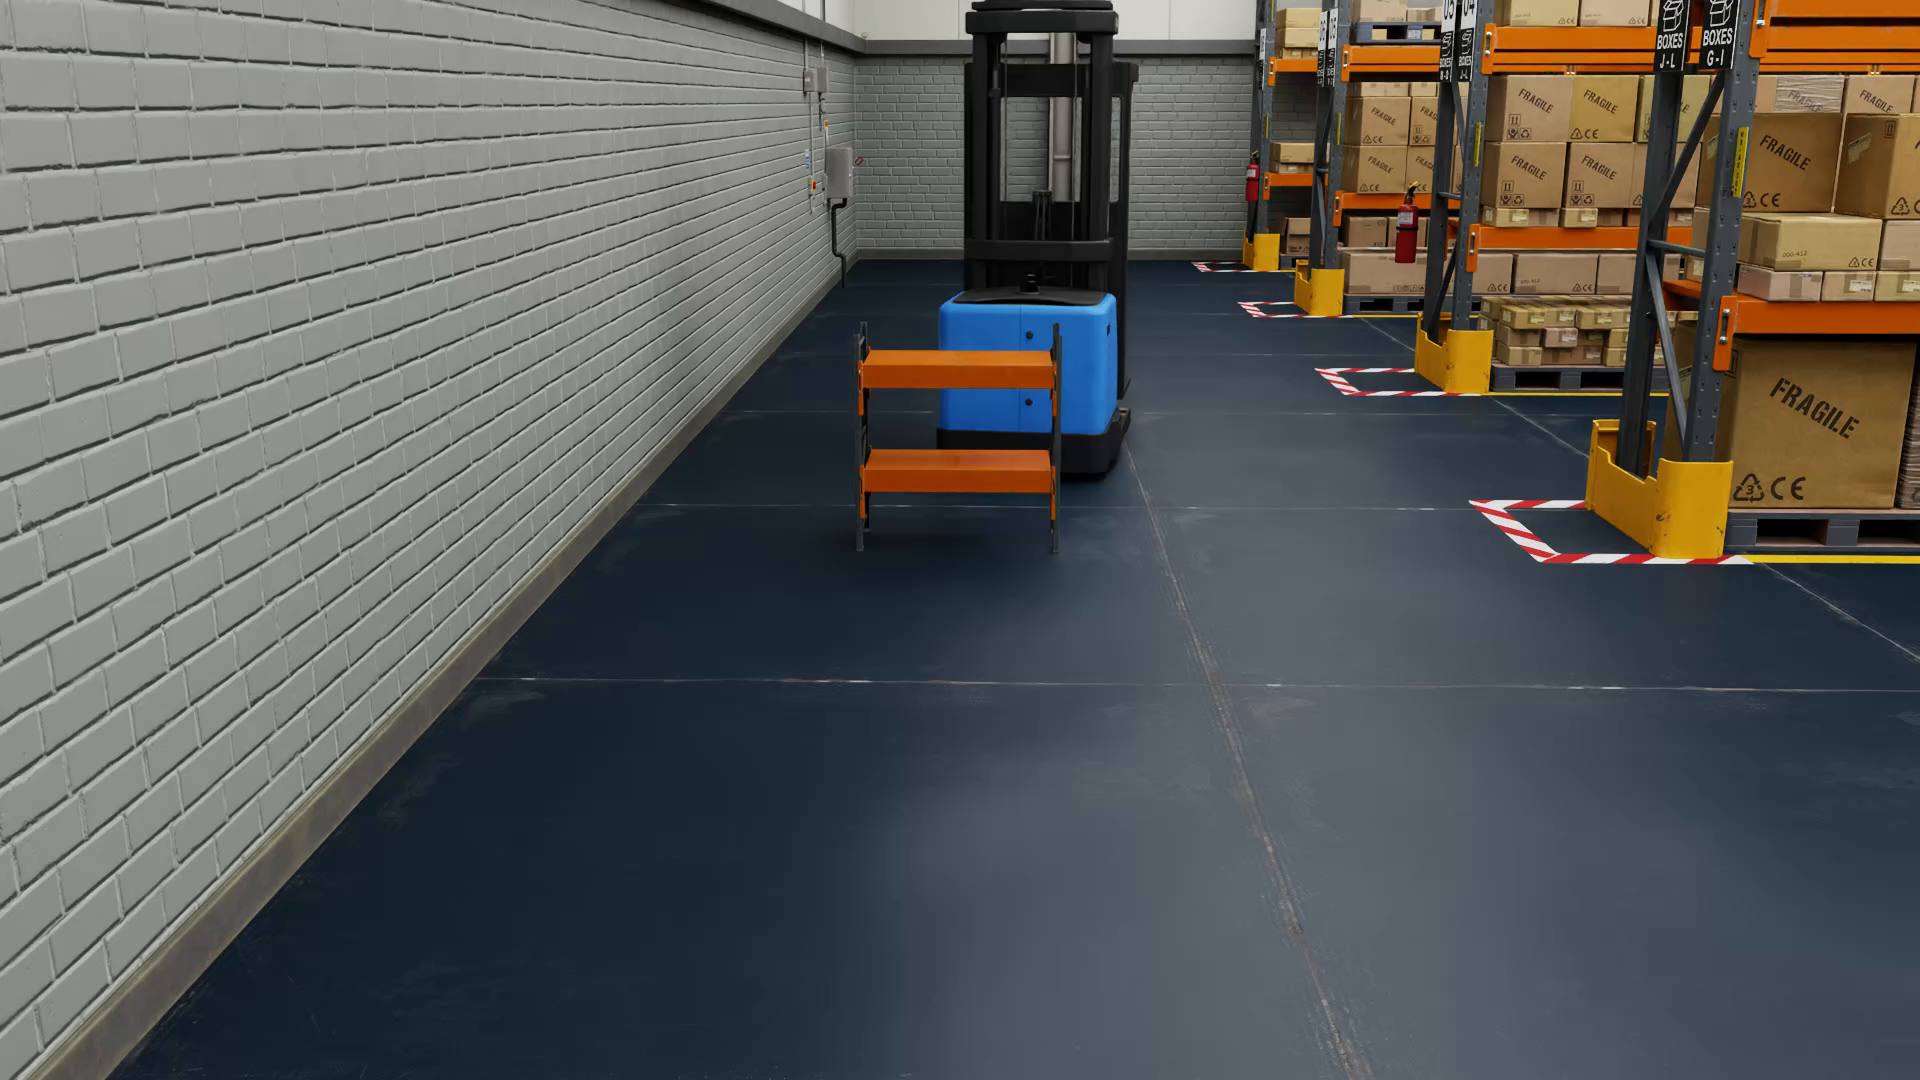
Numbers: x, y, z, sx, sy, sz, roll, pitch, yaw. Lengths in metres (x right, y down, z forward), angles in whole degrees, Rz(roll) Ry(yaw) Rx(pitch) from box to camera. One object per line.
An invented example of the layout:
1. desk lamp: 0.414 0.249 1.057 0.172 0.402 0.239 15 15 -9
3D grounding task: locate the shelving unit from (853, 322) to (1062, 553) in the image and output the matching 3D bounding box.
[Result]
1. shelving unit: -0.007 -0.544 8.697 1.048 1.125 0.538 0 15 1

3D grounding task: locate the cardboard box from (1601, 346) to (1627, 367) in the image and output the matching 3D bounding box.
1. cardboard box: 5.278 -1.496 13.394 0.250 0.149 0.380 1 15 2

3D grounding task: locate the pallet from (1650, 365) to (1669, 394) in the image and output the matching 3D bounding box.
1. pallet: 6.101 -1.394 13.712 1.213 0.211 1.003 0 15 1

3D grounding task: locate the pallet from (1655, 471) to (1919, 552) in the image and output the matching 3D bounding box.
1. pallet: 4.571 -0.168 9.065 1.213 0.211 1.003 0 15 1

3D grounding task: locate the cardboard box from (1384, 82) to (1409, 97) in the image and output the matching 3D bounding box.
1. cardboard box: 4.634 -4.818 17.795 0.250 0.149 0.380 1 15 3

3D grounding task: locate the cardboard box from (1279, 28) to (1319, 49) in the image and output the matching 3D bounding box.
1. cardboard box: 4.582 -6.744 22.353 0.500 0.250 0.500 0 15 1

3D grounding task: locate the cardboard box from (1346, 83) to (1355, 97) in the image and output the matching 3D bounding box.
1. cardboard box: 4.387 -4.923 18.194 0.250 0.149 0.380 1 15 2

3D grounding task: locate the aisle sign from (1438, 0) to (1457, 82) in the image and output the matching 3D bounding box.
1. aisle sign: 3.932 -4.100 13.405 0.004 0.787 0.394 0 15 1

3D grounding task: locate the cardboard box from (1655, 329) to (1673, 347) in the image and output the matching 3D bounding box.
1. cardboard box: 5.555 -1.664 13.448 0.250 0.149 0.380 0 15 -1

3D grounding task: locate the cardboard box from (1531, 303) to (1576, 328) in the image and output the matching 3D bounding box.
1. cardboard box: 4.791 -1.817 13.447 0.250 0.149 0.380 1 15 2

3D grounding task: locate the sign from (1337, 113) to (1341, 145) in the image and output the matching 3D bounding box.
1. sign: 4.003 -4.345 17.575 0.005 0.325 0.100 0 15 1

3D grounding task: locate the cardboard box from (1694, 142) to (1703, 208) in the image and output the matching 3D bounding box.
1. cardboard box: 5.974 -2.880 13.097 0.500 0.500 0.500 0 15 0

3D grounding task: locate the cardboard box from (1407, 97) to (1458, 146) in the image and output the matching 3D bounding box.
1. cardboard box: 5.012 -4.484 17.799 0.500 0.500 0.500 0 15 0

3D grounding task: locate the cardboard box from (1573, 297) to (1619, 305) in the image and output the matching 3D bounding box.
1. cardboard box: 5.302 -1.936 13.898 0.250 0.149 0.380 0 15 -1

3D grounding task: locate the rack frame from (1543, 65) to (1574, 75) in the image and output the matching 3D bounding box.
1. rack frame: 8.144 -5.269 22.931 0.127 3.000 1.000 0 15 1

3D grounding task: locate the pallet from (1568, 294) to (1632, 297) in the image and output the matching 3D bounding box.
1. pallet: 7.263 -2.680 18.584 1.213 0.211 1.003 0 15 1

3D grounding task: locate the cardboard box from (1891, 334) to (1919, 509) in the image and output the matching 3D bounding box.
1. cardboard box: 5.321 -0.688 8.910 0.875 0.875 0.875 0 15 1

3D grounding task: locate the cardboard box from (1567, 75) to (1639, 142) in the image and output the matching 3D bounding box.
1. cardboard box: 4.944 -3.370 12.993 0.500 0.500 0.500 1 15 3

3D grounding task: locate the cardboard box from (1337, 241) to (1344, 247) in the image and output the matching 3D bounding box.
1. cardboard box: 5.179 -4.079 23.185 0.250 0.149 0.380 0 15 -1

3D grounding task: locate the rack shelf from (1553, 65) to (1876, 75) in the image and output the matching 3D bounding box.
1. rack shelf: 10.144 -6.359 22.591 4.000 0.370 1.077 0 15 1

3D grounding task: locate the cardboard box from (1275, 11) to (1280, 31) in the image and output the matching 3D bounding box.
1. cardboard box: 4.597 -7.127 22.824 0.500 0.250 0.500 0 15 0

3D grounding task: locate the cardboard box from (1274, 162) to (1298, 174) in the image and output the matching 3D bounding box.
1. cardboard box: 4.467 -5.102 22.789 0.250 0.149 0.380 0 15 1

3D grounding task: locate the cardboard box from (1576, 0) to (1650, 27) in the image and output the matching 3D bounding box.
1. cardboard box: 4.966 -4.071 12.806 0.500 0.250 0.500 1 15 3

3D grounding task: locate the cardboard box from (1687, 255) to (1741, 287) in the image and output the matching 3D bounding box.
1. cardboard box: 4.134 -1.462 8.995 0.250 0.149 0.380 1 15 2

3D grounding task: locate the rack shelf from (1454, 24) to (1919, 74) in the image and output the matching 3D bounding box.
1. rack shelf: 5.997 -3.856 13.105 4.000 0.370 1.077 0 15 1

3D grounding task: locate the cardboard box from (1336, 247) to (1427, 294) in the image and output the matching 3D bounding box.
1. cardboard box: 4.685 -3.015 18.586 0.875 0.438 0.875 0 15 0

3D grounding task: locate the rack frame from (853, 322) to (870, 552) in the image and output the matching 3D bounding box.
1. rack frame: -0.515 -0.547 8.709 0.032 1.125 0.500 0 15 1

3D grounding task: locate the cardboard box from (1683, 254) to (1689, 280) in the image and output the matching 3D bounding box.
1. cardboard box: 8.643 -3.195 18.413 0.875 0.875 0.875 1 15 3

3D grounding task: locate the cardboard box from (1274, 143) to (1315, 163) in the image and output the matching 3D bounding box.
1. cardboard box: 4.593 -5.295 22.740 0.500 0.250 0.500 0 15 2

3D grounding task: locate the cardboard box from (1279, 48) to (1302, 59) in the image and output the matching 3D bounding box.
1. cardboard box: 4.458 -6.563 22.447 0.250 0.149 0.380 1 15 3

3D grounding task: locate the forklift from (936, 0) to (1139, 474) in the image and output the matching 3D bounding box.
1. forklift: 0.609 -2.148 11.238 1.130 2.935 3.031 2 15 9

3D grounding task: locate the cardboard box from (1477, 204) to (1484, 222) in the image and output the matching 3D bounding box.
1. cardboard box: 4.331 -2.715 13.742 0.250 0.149 0.380 0 15 1

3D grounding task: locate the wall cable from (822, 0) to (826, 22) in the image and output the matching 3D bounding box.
1. wall cable: -1.540 -7.815 20.749 0.133 3.039 2.988 0 15 1

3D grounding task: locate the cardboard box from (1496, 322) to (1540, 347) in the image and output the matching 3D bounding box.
1. cardboard box: 4.515 -1.666 13.456 0.250 0.149 0.380 1 15 4

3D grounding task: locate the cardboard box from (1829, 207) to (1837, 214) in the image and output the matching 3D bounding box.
1. cardboard box: 4.768 -1.634 8.866 0.500 0.250 0.500 0 15 0

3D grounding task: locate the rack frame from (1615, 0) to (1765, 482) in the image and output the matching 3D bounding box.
1. rack frame: 3.770 -1.502 8.653 0.127 3.000 1.000 0 15 1

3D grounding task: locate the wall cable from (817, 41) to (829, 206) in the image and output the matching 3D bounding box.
1. wall cable: -1.590 -4.913 19.590 0.122 1.984 0.588 0 15 1

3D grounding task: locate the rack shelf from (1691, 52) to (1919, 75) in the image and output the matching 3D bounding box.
1. rack shelf: 10.021 -5.093 17.793 4.000 0.370 1.077 0 15 1

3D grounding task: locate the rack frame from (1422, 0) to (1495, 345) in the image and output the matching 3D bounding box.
1. rack frame: 3.997 -2.766 13.445 0.127 3.000 1.000 0 15 1

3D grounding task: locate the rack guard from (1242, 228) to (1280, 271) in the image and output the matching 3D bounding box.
1. rack guard: 4.222 -4.086 23.347 0.348 0.500 1.175 0 15 1

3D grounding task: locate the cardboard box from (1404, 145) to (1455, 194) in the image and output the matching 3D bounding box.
1. cardboard box: 5.002 -4.005 17.944 0.500 0.500 0.500 0 15 1

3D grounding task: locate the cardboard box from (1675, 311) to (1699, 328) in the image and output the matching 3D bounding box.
1. cardboard box: 5.829 -1.785 13.324 0.250 0.149 0.380 1 15 2

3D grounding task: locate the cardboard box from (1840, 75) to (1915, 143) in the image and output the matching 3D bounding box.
1. cardboard box: 7.002 -3.352 12.926 0.500 0.500 0.500 0 15 0

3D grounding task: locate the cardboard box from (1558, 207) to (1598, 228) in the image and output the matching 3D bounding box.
1. cardboard box: 4.836 -2.553 13.128 0.250 0.149 0.380 0 15 0
